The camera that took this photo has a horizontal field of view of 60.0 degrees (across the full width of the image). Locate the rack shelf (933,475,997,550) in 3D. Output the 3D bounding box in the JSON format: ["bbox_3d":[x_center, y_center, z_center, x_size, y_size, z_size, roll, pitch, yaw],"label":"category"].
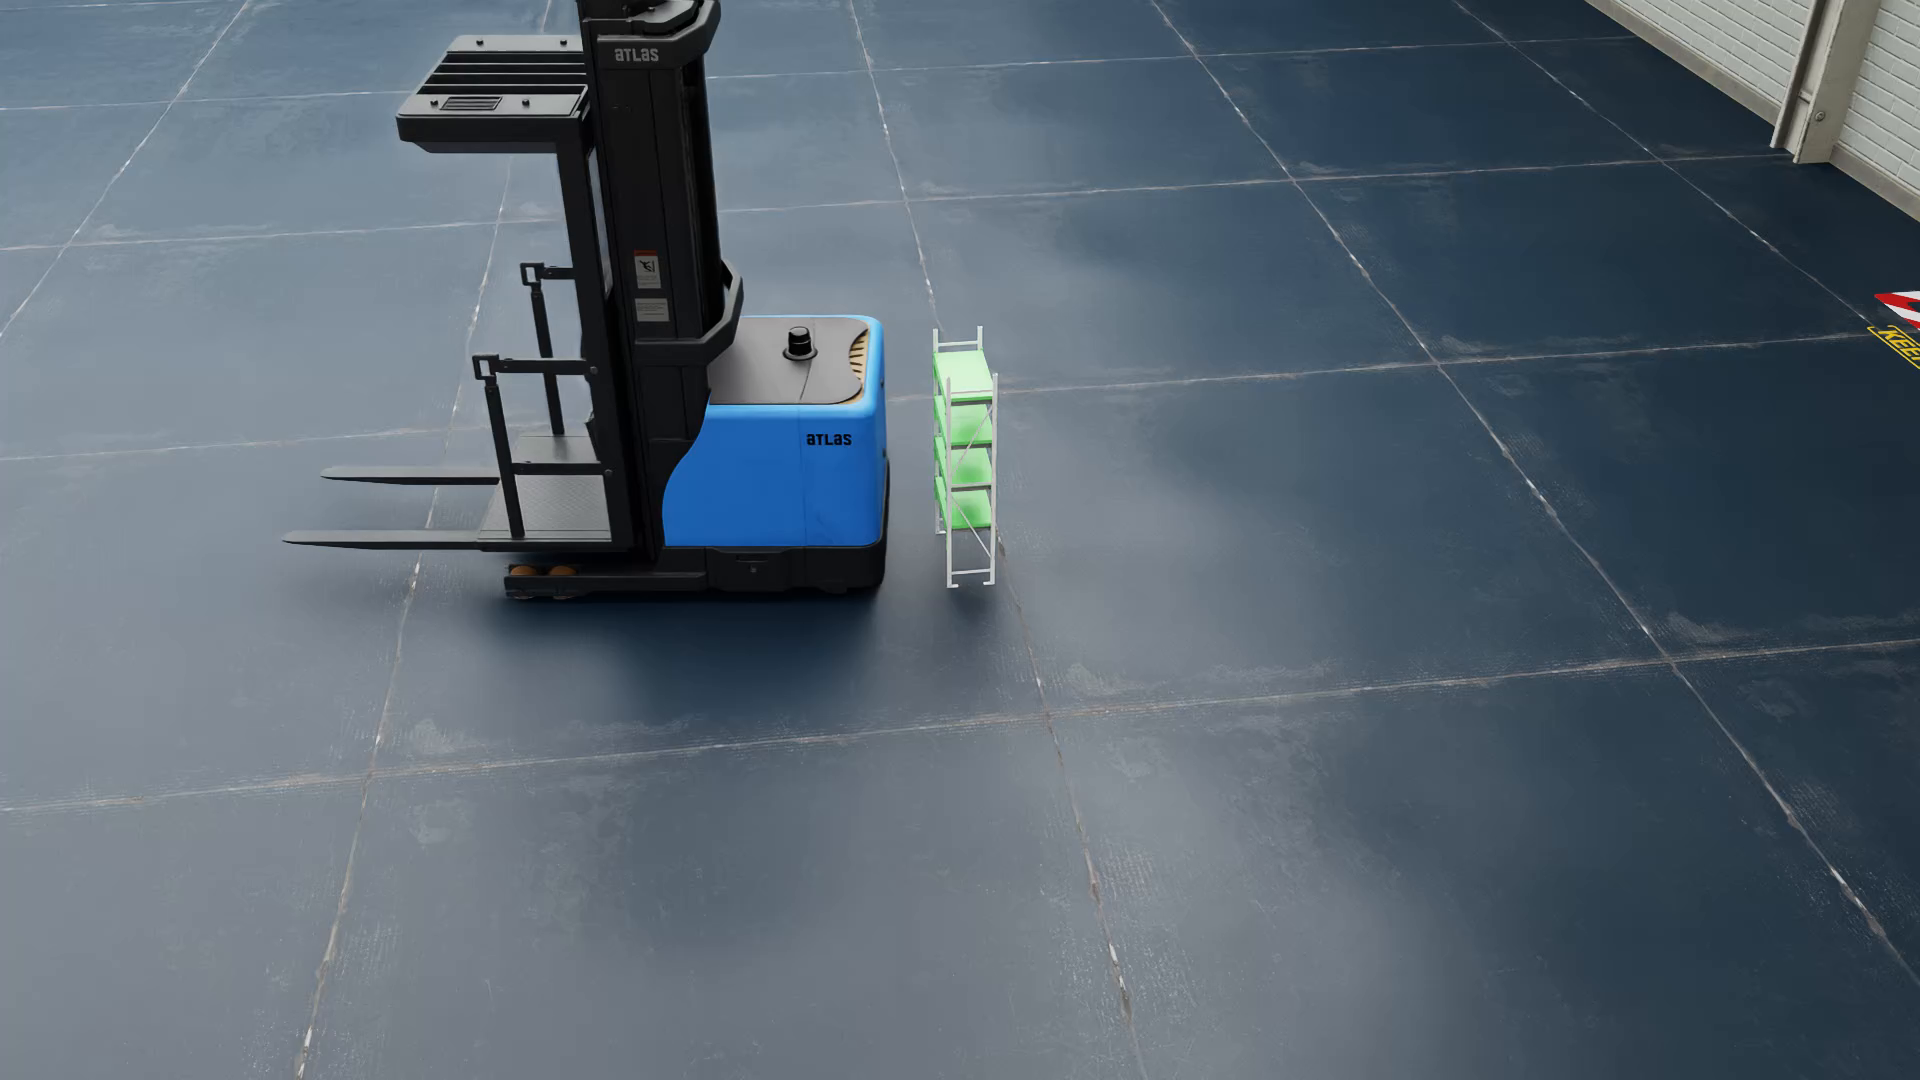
[{"bbox_3d":[0.022,-0.152,8.448,0.258,0.148,0.480,-4,35,-6],"label":"rack shelf"}]

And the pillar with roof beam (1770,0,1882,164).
[{"bbox_3d":[2.449,-6.480,10.268,9.100,9.000,0.400,-4,35,-6],"label":"pillar with roof beam"}]

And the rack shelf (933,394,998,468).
[{"bbox_3d":[0.022,-0.549,8.177,0.258,0.148,0.480,-4,35,-6],"label":"rack shelf"}]

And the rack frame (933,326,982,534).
[{"bbox_3d":[-0.011,-0.540,8.476,0.240,1.200,0.015,-4,35,-6],"label":"rack frame"}]

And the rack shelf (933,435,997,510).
[{"bbox_3d":[0.022,-0.351,8.313,0.258,0.148,0.480,-4,35,-6],"label":"rack shelf"}]

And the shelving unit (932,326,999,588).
[{"bbox_3d":[0.022,-0.403,8.277,0.258,1.200,0.503,-4,35,-6],"label":"shelving unit"}]

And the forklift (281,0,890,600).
[{"bbox_3d":[-1.897,-1.212,7.926,3.031,2.935,1.130,0,34,0],"label":"forklift"}]

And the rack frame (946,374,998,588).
[{"bbox_3d":[0.055,-0.267,8.077,0.240,1.200,0.015,-4,35,-6],"label":"rack frame"}]

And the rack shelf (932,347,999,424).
[{"bbox_3d":[0.022,-0.747,8.042,0.258,0.148,0.480,-4,35,-6],"label":"rack shelf"}]
